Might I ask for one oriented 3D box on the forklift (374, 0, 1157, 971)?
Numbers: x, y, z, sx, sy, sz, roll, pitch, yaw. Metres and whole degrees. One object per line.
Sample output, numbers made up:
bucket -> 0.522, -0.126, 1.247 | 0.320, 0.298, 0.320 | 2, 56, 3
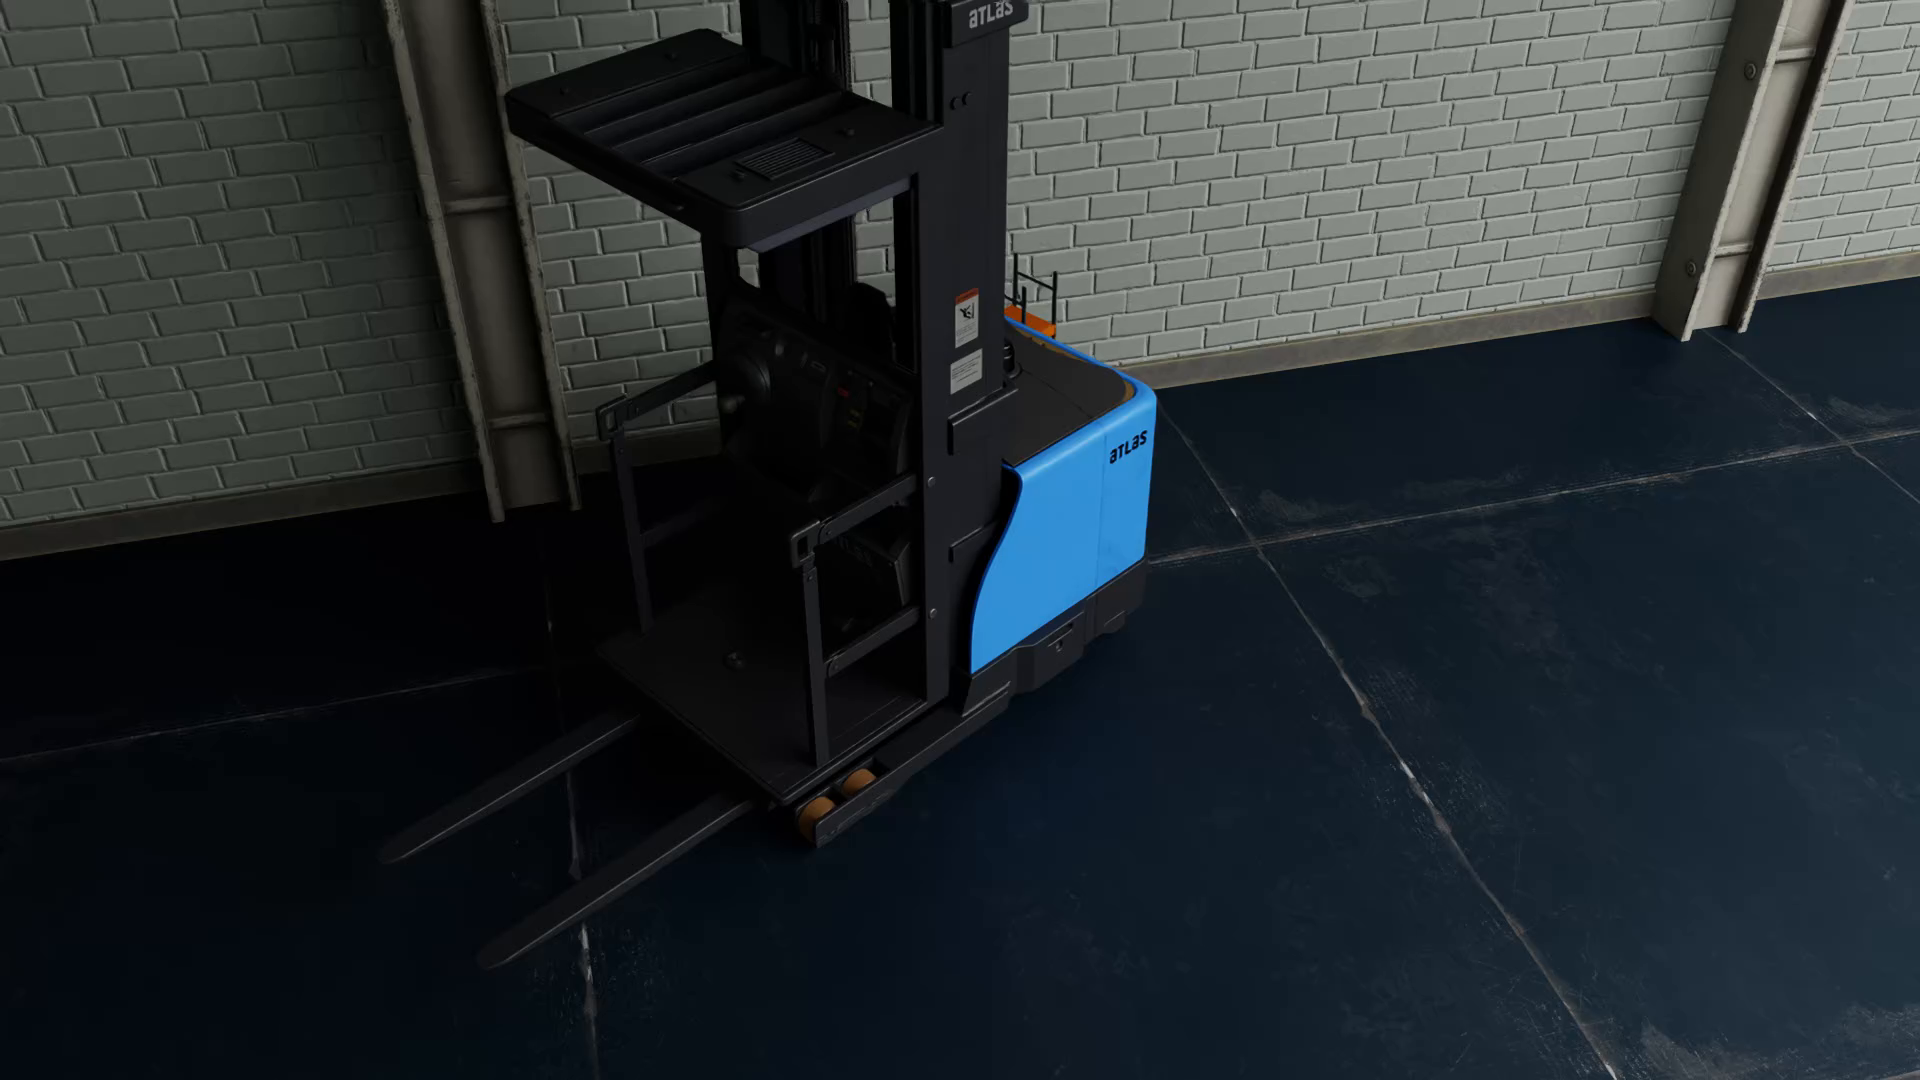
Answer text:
forklift -> -0.641, -0.449, 5.425 | 1.130, 2.935, 3.031 | 31, 47, 34

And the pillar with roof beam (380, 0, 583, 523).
pillar with roof beam -> -0.796, -1.246, 1.473 | 0.400, 9.000, 9.100 | -9, 38, -12

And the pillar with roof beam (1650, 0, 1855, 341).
pillar with roof beam -> 4.997, -2.197, 2.715 | 0.400, 9.000, 9.100 | -9, 38, -12

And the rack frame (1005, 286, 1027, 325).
rack frame -> 0.178, -0.571, 7.008 | 0.240, 1.200, 0.006 | 31, 47, 34

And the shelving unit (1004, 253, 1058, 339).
shelving unit -> 0.242, -0.610, 7.060 | 0.258, 1.200, 0.189 | 31, 47, 34

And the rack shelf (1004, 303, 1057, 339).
rack shelf -> 0.242, -0.861, 6.868 | 0.258, 0.103, 0.180 | 31, 47, 34

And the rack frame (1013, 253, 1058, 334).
rack frame -> 0.307, -0.649, 7.111 | 0.240, 1.200, 0.006 | 31, 47, 34
